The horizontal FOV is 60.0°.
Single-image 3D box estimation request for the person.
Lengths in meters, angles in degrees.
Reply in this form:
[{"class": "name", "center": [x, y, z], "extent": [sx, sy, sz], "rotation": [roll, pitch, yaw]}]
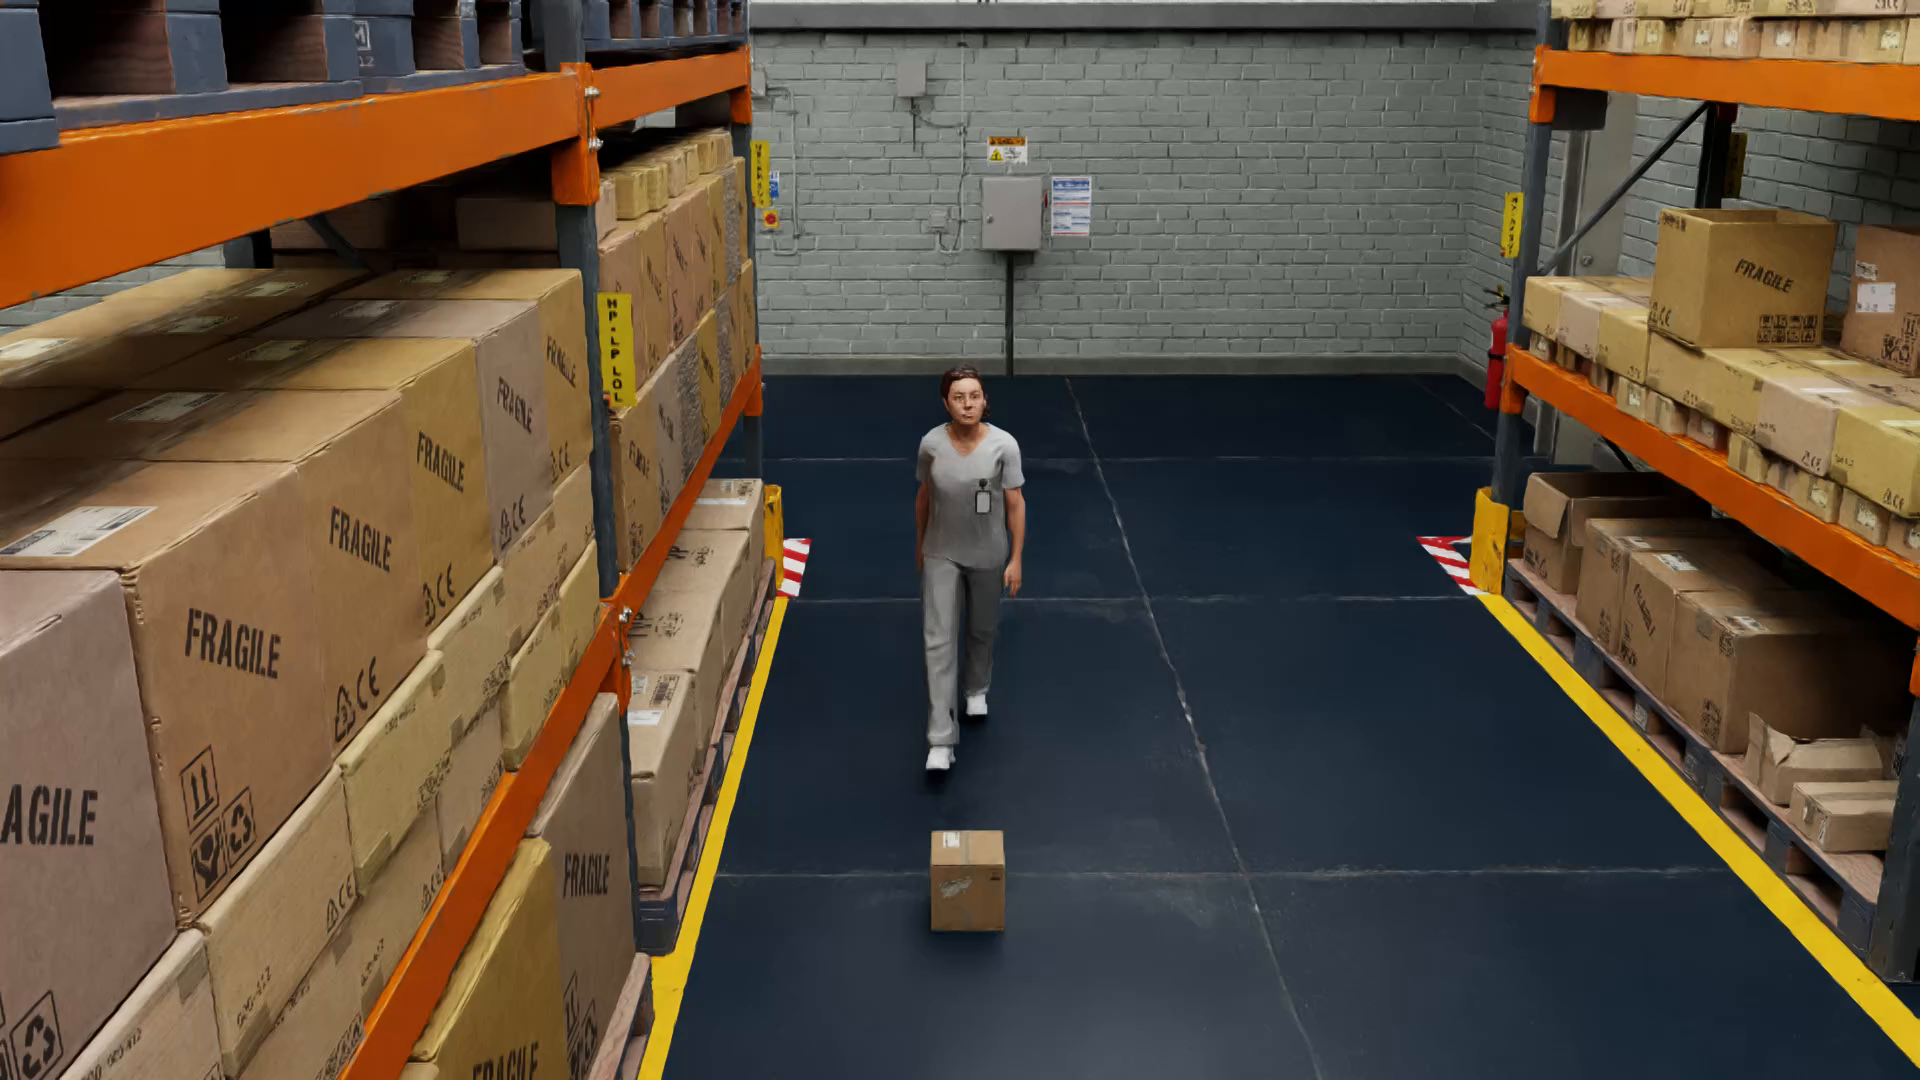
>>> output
[{"class": "person", "center": [0.038, 0.078, 6.834], "extent": [0.456, 1.619, 0.953], "rotation": [0, 17, 0]}]
